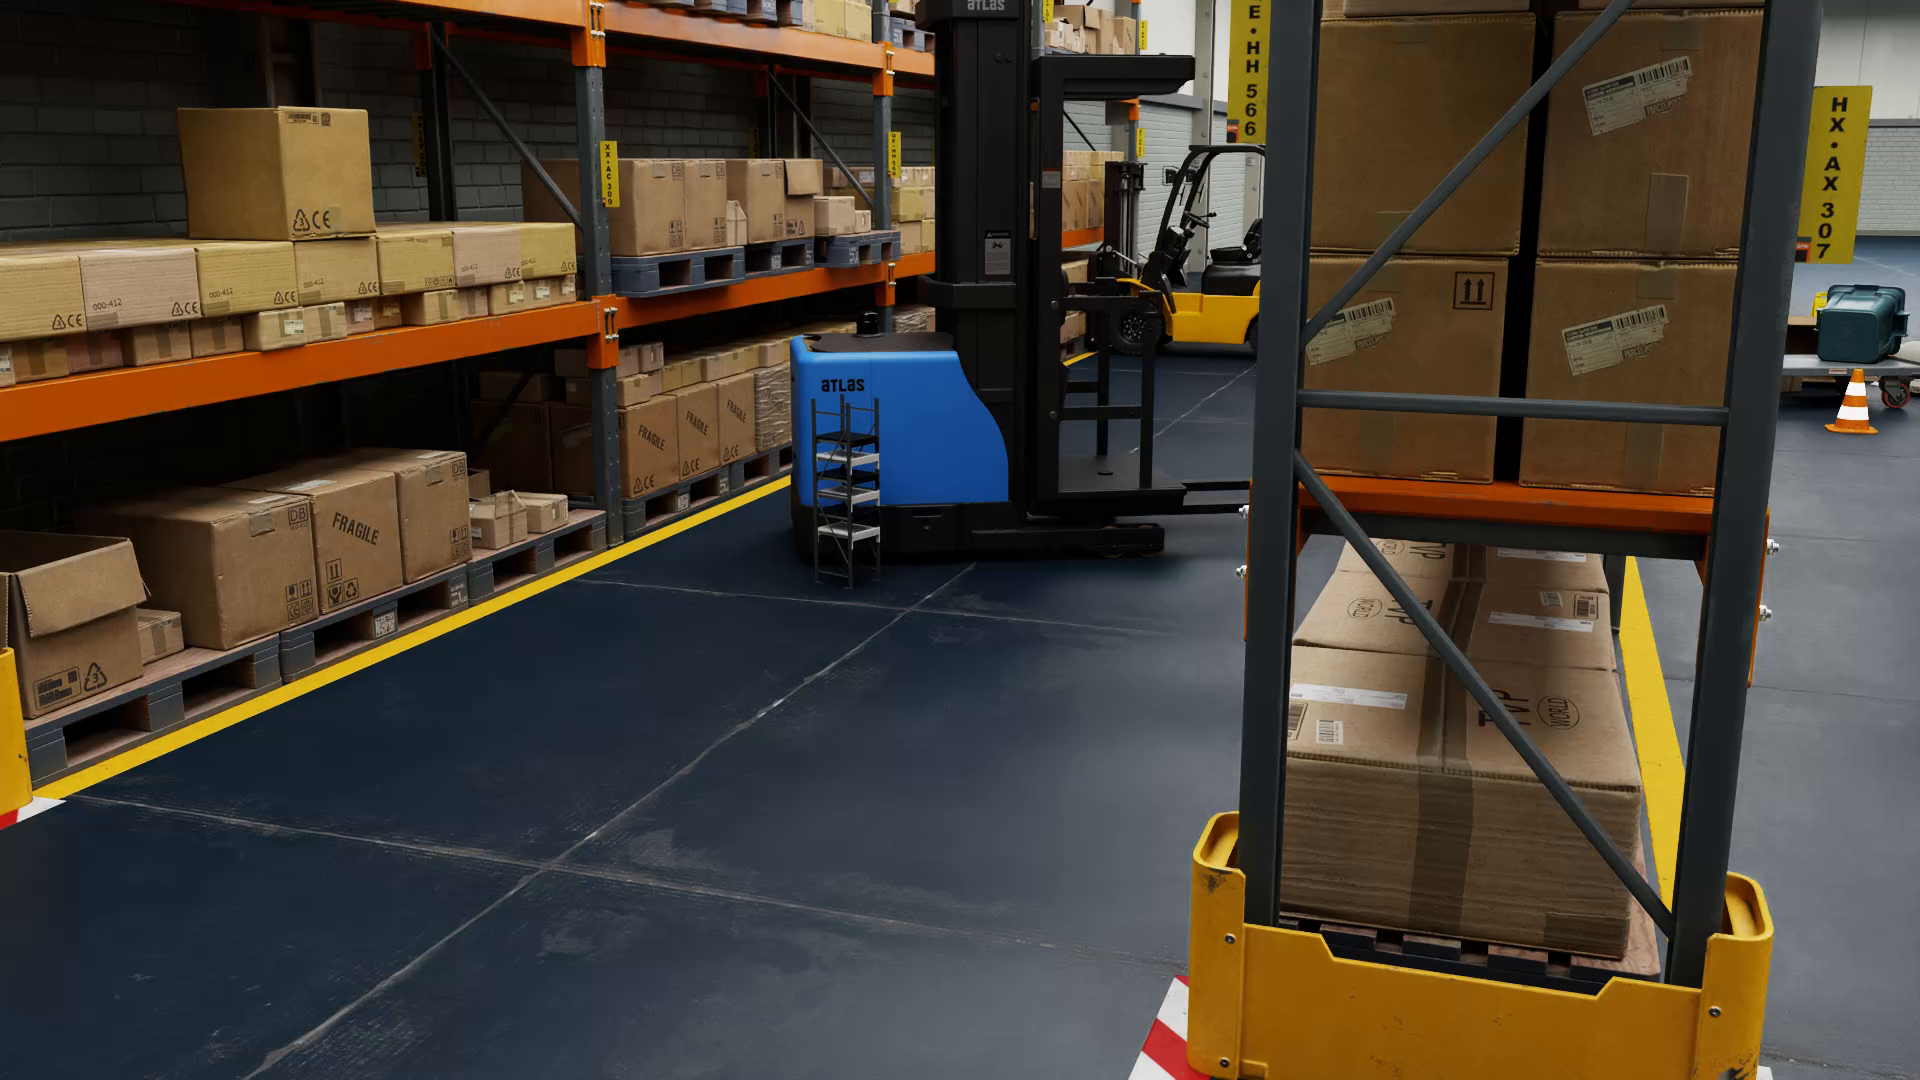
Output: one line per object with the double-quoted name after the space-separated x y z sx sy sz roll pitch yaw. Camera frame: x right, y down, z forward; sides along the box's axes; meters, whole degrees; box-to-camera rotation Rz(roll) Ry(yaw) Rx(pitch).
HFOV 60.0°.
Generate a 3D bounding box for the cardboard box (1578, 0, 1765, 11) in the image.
1.492 -1.172 3.453 0.380 0.149 0.250 5 14 20 "cardboard box"

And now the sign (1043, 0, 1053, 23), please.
0.816 -4.979 15.451 0.100 0.325 0.005 4 14 18 "sign"

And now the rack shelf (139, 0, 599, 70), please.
-2.936 -2.154 6.561 1.077 0.370 4.000 4 14 18 "rack shelf"

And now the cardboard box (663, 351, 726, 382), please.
-1.640 -1.050 10.062 0.380 0.149 0.250 4 14 18 "cardboard box"

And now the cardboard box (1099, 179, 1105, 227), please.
1.341 -3.700 18.233 0.500 0.500 0.500 4 13 17 "cardboard box"

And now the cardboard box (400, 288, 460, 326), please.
-2.444 -1.034 7.341 0.380 0.149 0.250 4 13 18 "cardboard box"

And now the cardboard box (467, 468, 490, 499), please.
-2.726 -0.235 8.377 0.500 0.311 0.500 5 14 20 "cardboard box"

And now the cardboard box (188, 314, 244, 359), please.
-2.906 -0.768 6.178 0.380 0.149 0.250 5 14 19 "cardboard box"

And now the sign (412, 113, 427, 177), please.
-2.815 -2.067 8.703 0.100 0.325 0.005 4 14 18 "sign"

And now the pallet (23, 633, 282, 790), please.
-3.301 0.554 6.086 1.003 0.211 1.213 4 14 18 "pallet"

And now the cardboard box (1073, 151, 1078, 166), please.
0.996 -3.923 17.084 0.380 0.149 0.250 4 13 18 "cardboard box"

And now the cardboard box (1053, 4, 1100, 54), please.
1.030 -5.317 17.400 0.797 0.503 0.637 5 14 20 "cardboard box"

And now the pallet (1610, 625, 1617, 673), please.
2.089 0.407 6.731 1.003 0.211 1.213 4 14 18 "pallet"

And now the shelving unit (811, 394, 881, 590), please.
-0.546 -0.234 7.990 0.258 0.900 0.210 10 16 37 "shelving unit"

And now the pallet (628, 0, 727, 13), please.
-2.011 -2.967 8.926 1.213 0.211 1.003 4 14 18 "pallet"

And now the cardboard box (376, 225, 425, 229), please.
-2.860 -1.345 7.807 0.500 0.250 0.500 4 14 18 "cardboard box"

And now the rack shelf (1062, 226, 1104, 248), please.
0.947 -3.218 17.965 1.077 0.370 4.000 4 14 18 "rack shelf"

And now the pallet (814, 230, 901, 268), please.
-1.147 -2.065 11.724 1.213 0.211 1.003 4 14 18 "pallet"

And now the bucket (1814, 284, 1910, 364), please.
7.577 -1.796 14.057 0.726 0.611 0.620 10 26 38 "bucket"

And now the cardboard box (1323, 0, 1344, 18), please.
1.105 -1.323 4.114 0.380 0.149 0.250 4 14 18 "cardboard box"

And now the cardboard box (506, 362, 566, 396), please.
-2.362 -0.920 9.494 0.380 0.149 0.250 4 14 18 "cardboard box"

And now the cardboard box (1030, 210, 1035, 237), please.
0.384 -2.950 15.509 0.500 0.250 0.500 5 14 20 "cardboard box"

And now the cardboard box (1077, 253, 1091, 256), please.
1.580 -3.115 18.881 0.500 0.250 0.500 5 14 19 "cardboard box"

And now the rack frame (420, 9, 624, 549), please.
-2.289 -1.464 8.660 1.000 3.000 0.127 4 14 18 "rack frame"

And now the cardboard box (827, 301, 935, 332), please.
-0.576 -1.621 13.743 0.875 0.625 0.625 5 14 20 "cardboard box"

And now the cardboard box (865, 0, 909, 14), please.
-0.594 -3.959 12.210 0.380 0.166 0.250 4 14 18 "cardboard box"

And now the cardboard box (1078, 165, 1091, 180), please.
1.171 -3.885 17.587 0.380 0.149 0.250 4 13 17 "cardboard box"

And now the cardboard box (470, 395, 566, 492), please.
-2.410 -0.574 9.437 0.500 0.500 0.500 4 14 18 "cardboard box"

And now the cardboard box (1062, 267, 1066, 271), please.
0.753 -2.579 16.535 0.500 0.250 0.500 4 13 18 "cardboard box"

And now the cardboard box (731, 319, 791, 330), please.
-1.458 -1.521 12.126 0.380 0.149 0.250 5 14 21 "cardboard box"

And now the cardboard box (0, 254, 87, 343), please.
-3.181 -0.769 5.287 0.500 0.250 0.500 4 14 19 "cardboard box"

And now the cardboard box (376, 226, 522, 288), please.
-2.371 -1.304 7.630 0.500 0.250 0.500 4 14 19 "cardboard box"

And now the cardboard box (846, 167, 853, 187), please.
-0.960 -2.867 13.127 0.380 0.149 0.250 4 14 18 "cardboard box"

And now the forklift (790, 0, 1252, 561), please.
0.621 -1.449 8.749 3.031 2.935 1.130 -2 13 -8 "forklift"

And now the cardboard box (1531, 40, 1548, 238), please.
1.700 -0.991 4.117 0.500 0.500 0.500 4 13 17 "cardboard box"

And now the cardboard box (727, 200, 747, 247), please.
-1.476 -1.868 9.788 0.396 0.266 0.258 5 14 21 "cardboard box"

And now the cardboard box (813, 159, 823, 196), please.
-1.309 -2.462 11.866 0.500 0.500 0.500 5 14 21 "cardboard box"

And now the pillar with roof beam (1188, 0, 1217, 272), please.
8.472 -9.050 28.416 9.100 9.000 0.400 4 14 18 "pillar with roof beam"

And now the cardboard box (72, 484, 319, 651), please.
-2.982 0.093 6.512 0.700 0.500 0.500 5 14 21 "cardboard box"

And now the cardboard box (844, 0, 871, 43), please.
-0.931 -3.570 11.482 0.500 0.250 0.500 4 13 17 "cardboard box"

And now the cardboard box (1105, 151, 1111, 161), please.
1.438 -4.189 18.247 0.380 0.149 0.250 5 14 20 "cardboard box"

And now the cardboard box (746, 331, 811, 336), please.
-1.229 -1.322 11.254 0.380 0.149 0.250 5 14 20 "cardboard box"

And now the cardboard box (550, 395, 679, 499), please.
-1.919 -0.535 9.266 0.500 0.500 0.500 5 14 21 "cardboard box"

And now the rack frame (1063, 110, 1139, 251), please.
1.594 -3.990 19.730 1.000 3.000 0.127 4 14 18 "rack frame"

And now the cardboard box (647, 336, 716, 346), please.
-1.826 -1.245 10.916 0.380 0.149 0.250 4 14 19 "cardboard box"

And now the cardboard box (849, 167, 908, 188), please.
-0.613 -2.717 12.467 0.380 0.149 0.250 5 14 20 "cardboard box"

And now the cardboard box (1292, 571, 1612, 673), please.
1.522 0.440 5.133 0.875 0.438 0.875 5 14 20 "cardboard box"

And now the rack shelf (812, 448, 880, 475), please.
-0.546 -0.377 7.957 0.258 0.077 0.200 10 16 37 "rack shelf"

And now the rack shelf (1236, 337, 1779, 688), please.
1.762 -0.335 5.332 1.077 0.370 4.000 4 14 18 "rack shelf"

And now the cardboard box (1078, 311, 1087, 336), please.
1.071 -2.308 17.593 0.500 0.250 0.500 5 14 19 "cardboard box"

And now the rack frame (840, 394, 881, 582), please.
-0.483 -0.252 8.068 0.240 0.900 0.006 10 16 37 "rack frame"
